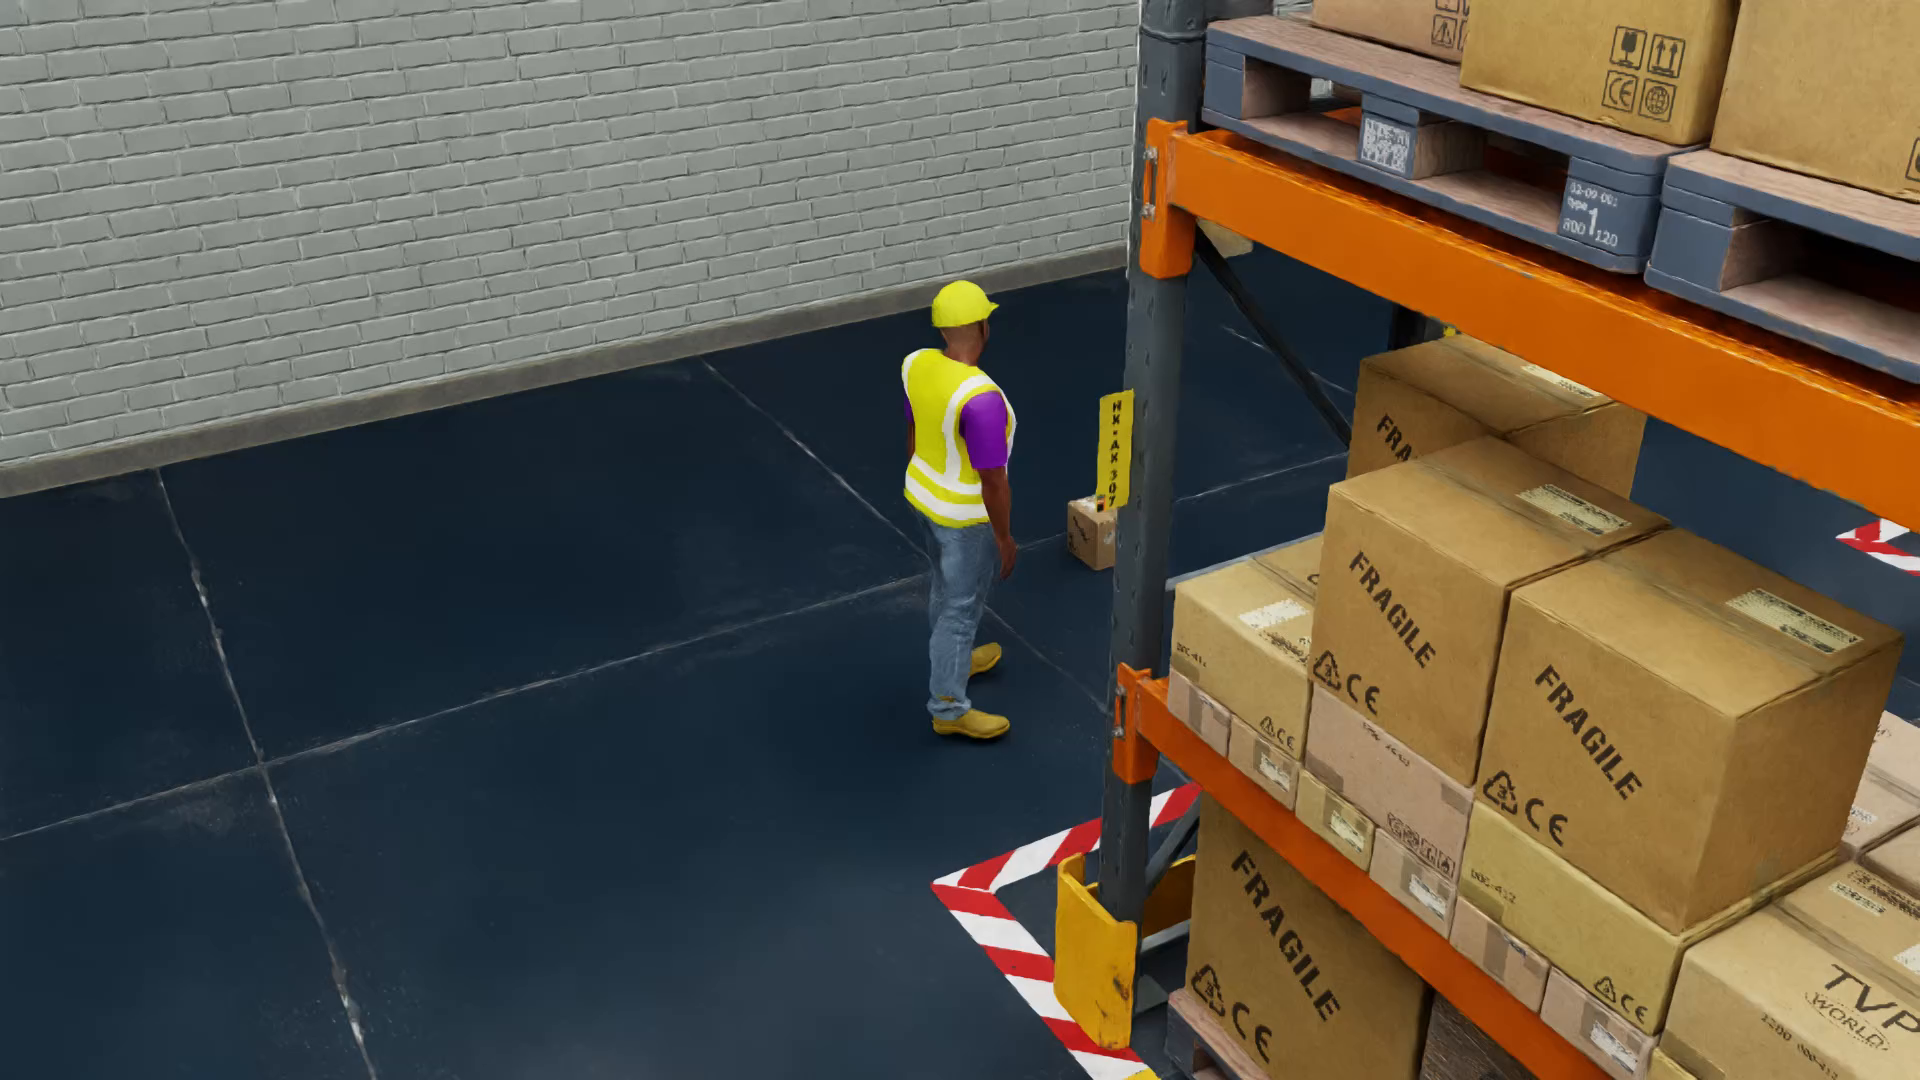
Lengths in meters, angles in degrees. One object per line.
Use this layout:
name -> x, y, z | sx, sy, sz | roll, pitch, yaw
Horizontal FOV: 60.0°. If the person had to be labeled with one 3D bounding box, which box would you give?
person -> 0.035, -0.141, 6.304 | 0.503, 1.768, 0.655 | -16, 33, -26
